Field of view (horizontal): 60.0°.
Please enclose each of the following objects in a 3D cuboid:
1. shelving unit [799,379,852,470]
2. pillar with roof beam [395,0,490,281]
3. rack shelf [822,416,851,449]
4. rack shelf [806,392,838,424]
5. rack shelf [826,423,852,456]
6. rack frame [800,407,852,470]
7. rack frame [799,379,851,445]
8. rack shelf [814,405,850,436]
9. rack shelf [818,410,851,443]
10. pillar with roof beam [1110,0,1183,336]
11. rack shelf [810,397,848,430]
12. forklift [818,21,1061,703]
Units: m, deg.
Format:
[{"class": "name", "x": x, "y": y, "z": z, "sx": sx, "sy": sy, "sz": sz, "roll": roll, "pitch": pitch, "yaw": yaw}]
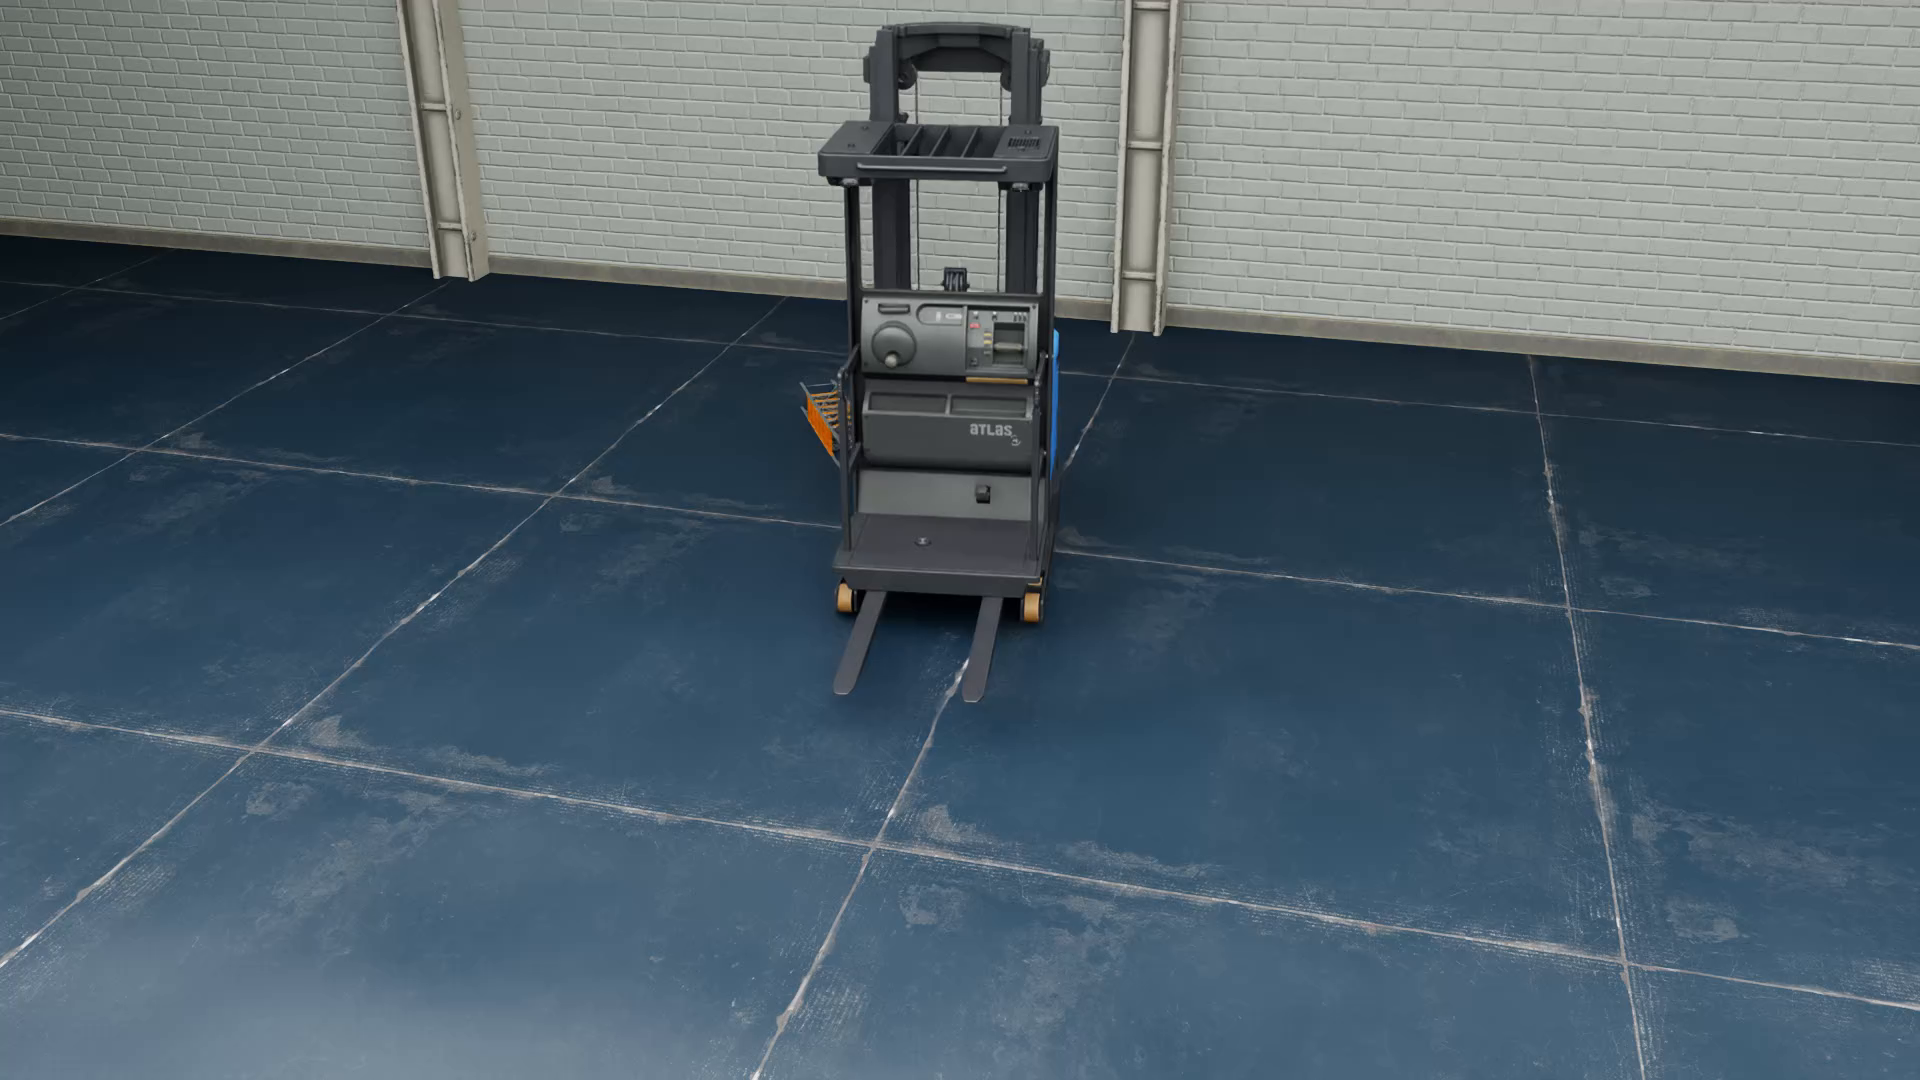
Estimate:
[{"class": "shelving unit", "x": -0.829, "y": -0.785, "z": 11.173, "sx": 0.258, "sy": 0.189, "sz": 1.200, "roll": -8, "pitch": 27, "yaw": -16}, {"class": "pillar with roof beam", "x": -5.457, "y": -4.609, "z": 8.962, "sx": 0.400, "sy": 9.000, "sz": 9.100, "roll": 6, "pitch": 26, "yaw": 13}, {"class": "rack shelf", "x": -0.780, "y": -0.717, "z": 11.031, "sx": 0.258, "sy": 0.180, "sz": 0.103, "roll": -8, "pitch": 27, "yaw": -16}, {"class": "rack shelf", "x": -0.923, "y": -0.914, "z": 11.445, "sx": 0.258, "sy": 0.180, "sz": 0.103, "roll": -8, "pitch": 27, "yaw": -16}, {"class": "rack shelf", "x": -0.744, "y": -0.668, "z": 10.928, "sx": 0.258, "sy": 0.180, "sz": 0.103, "roll": -8, "pitch": 27, "yaw": -16}, {"class": "rack frame", "x": -0.829, "y": -0.702, "z": 11.212, "sx": 0.240, "sy": 0.006, "sz": 1.200, "roll": -8, "pitch": 27, "yaw": -16}, {"class": "rack frame", "x": -0.829, "y": -0.867, "z": 11.133, "sx": 0.240, "sy": 0.006, "sz": 1.200, "roll": -8, "pitch": 27, "yaw": -16}, {"class": "rack shelf", "x": -0.851, "y": -0.816, "z": 11.238, "sx": 0.258, "sy": 0.180, "sz": 0.103, "roll": -8, "pitch": 27, "yaw": -16}, {"class": "rack shelf", "x": -0.816, "y": -0.766, "z": 11.134, "sx": 0.258, "sy": 0.180, "sz": 0.103, "roll": -8, "pitch": 27, "yaw": -16}, {"class": "pillar with roof beam", "x": 0.353, "y": -3.967, "z": 7.613, "sx": 0.400, "sy": 9.000, "sz": 9.100, "roll": 6, "pitch": 26, "yaw": 13}, {"class": "rack shelf", "x": -0.887, "y": -0.865, "z": 11.341, "sx": 0.258, "sy": 0.180, "sz": 0.103, "roll": -8, "pitch": 27, "yaw": -16}, {"class": "forklift", "x": -0.077, "y": -1.037, "z": 8.518, "sx": 1.130, "sy": 2.935, "sz": 3.031, "roll": 3, "pitch": 26, "yaw": 6}]
